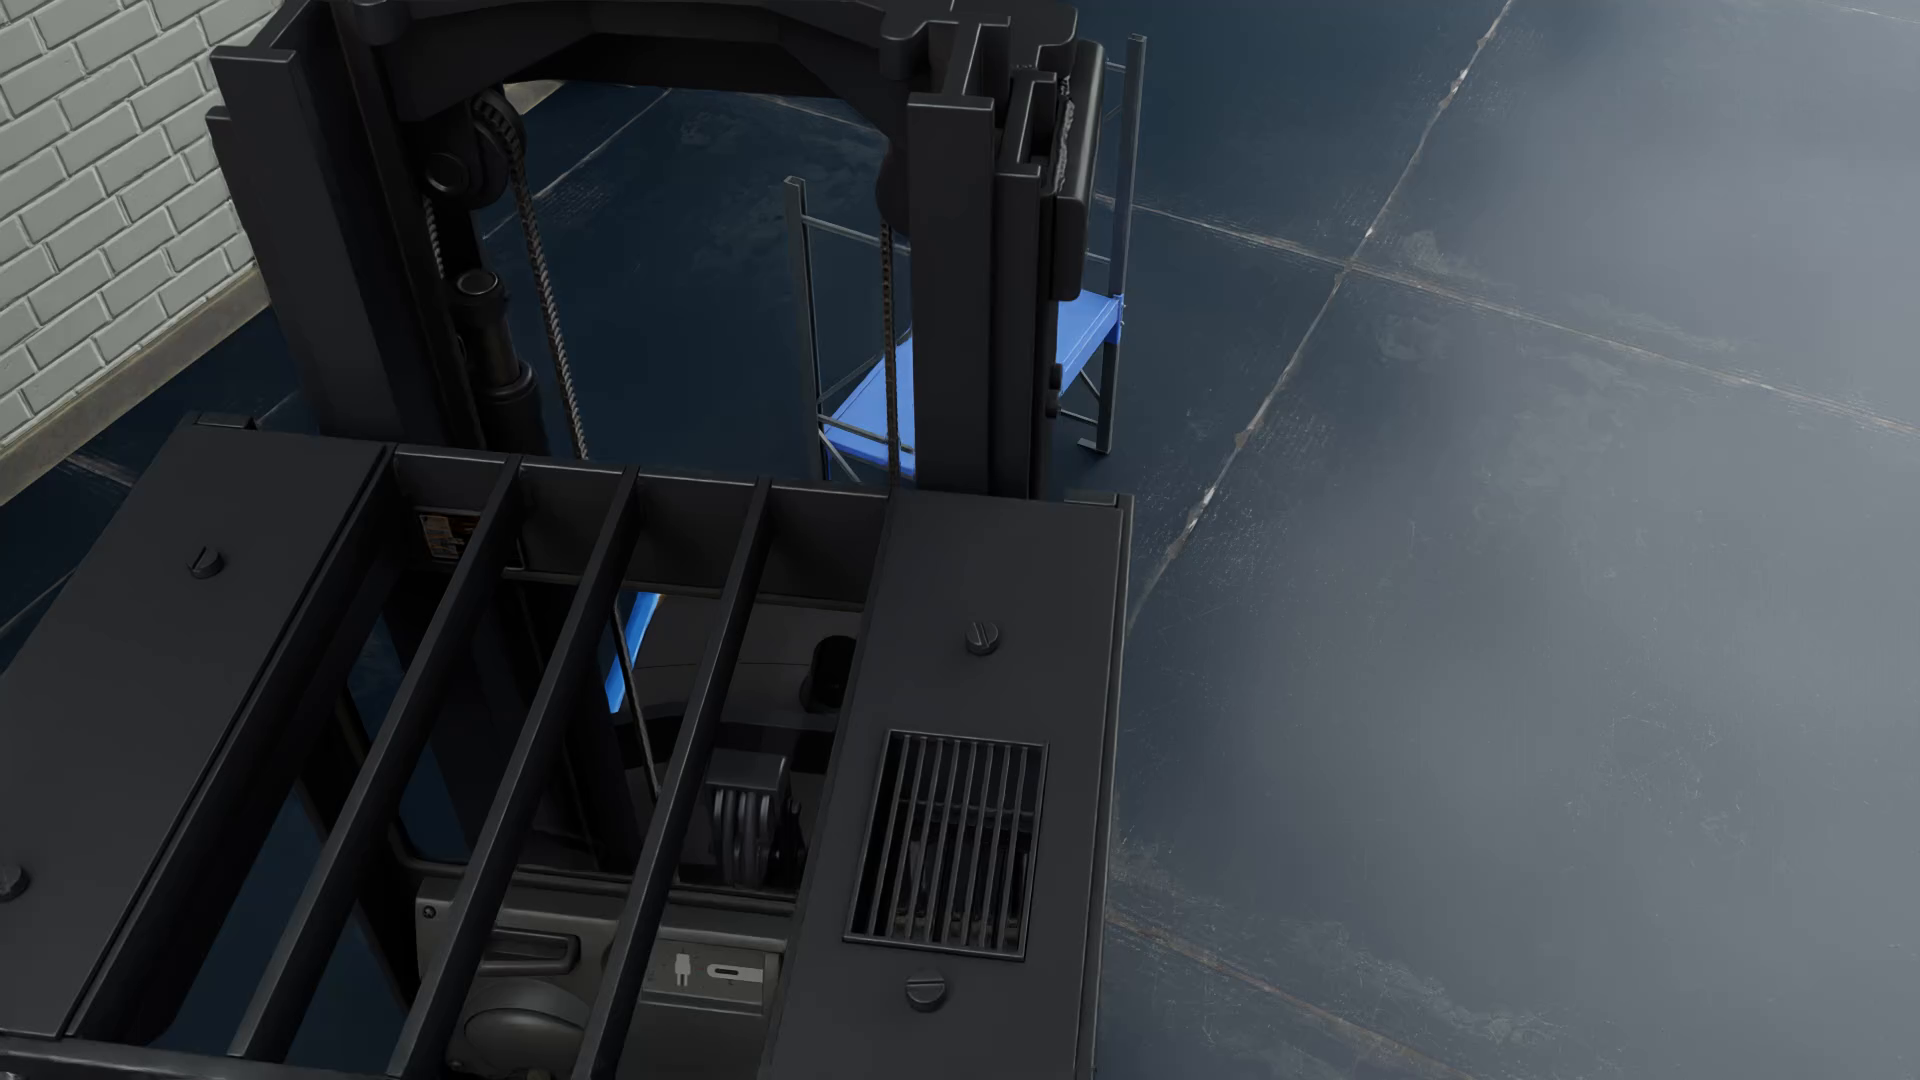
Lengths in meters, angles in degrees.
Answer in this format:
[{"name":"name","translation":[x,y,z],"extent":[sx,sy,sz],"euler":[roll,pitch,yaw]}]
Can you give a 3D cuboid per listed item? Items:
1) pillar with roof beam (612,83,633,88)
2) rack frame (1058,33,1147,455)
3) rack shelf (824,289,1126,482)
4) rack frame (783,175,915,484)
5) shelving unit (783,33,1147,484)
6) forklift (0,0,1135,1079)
[{"name":"pillar with roof beam","translation":[2.342,-3.867,2.745],"extent":[9.100,9.000,0.400],"euler":[20,49,19]},{"name":"rack frame","translation":[0.276,-0.901,5.086],"extent":[0.500,1.500,0.032],"euler":[20,49,19]},{"name":"rack shelf","translation":[0.040,-0.455,4.898],"extent":[0.538,0.185,1.000],"euler":[20,49,19]},{"name":"rack frame","translation":[-0.196,-0.261,4.453],"extent":[0.500,1.500,0.032],"euler":[20,49,19]},{"name":"shelving unit","translation":[0.040,-0.581,4.770],"extent":[0.538,1.500,1.048],"euler":[20,49,19]},{"name":"forklift","translation":[-0.385,0.838,2.361],"extent":[1.130,2.935,3.031],"euler":[5,46,5]}]
